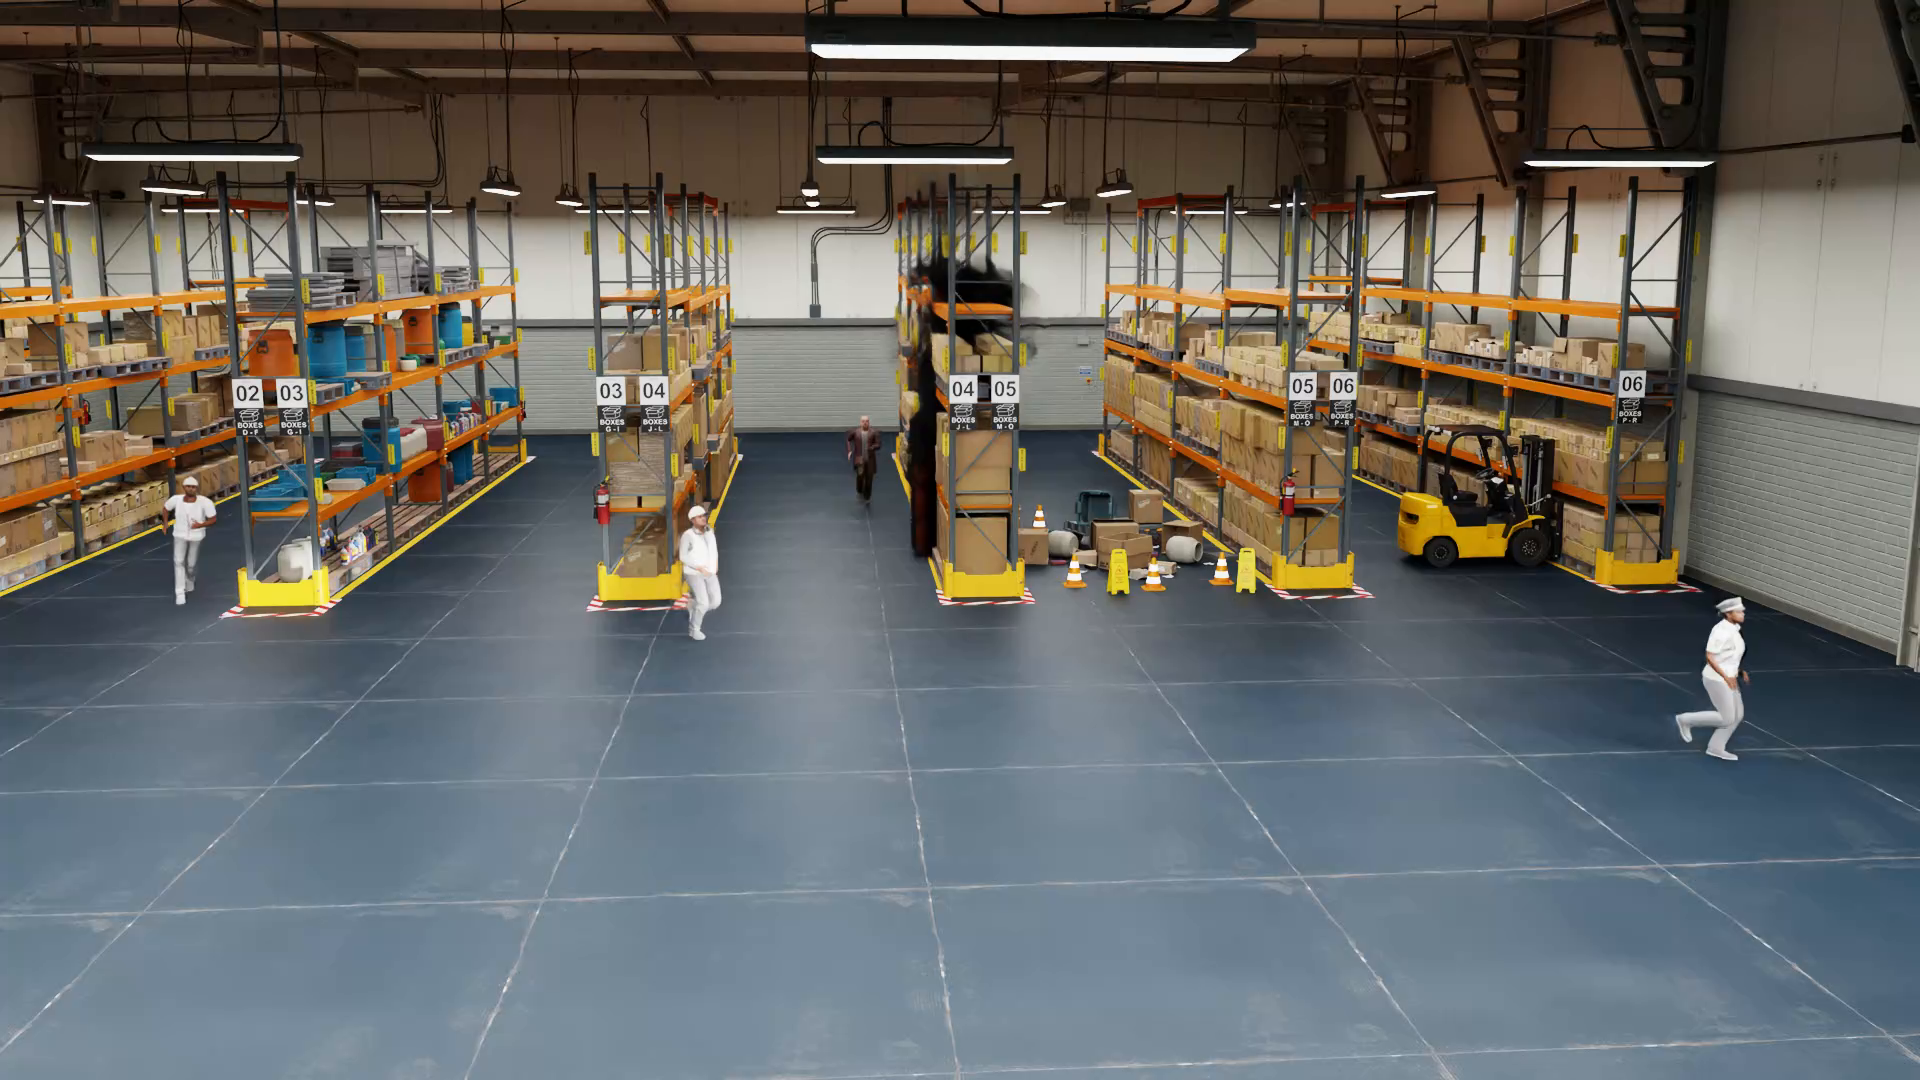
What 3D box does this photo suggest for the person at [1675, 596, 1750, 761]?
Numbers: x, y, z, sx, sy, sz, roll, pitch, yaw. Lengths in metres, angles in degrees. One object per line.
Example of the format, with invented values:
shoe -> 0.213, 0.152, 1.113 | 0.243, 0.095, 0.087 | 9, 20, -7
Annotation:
person -> 7.449, 1.341, 16.430 | 0.592, 1.649, 0.558 | 8, 13, 38

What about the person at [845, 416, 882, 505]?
person -> -1.839, -1.516, 31.994 | 0.674, 1.757, 0.811 | -2, 10, -10

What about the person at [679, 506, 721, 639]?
person -> -3.344, 0.411, 21.443 | 0.646, 1.735, 0.679 | 8, 13, 40

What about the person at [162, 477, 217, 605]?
person -> -11.027, -0.019, 23.848 | 0.725, 1.794, 0.919 | -4, 11, -21
